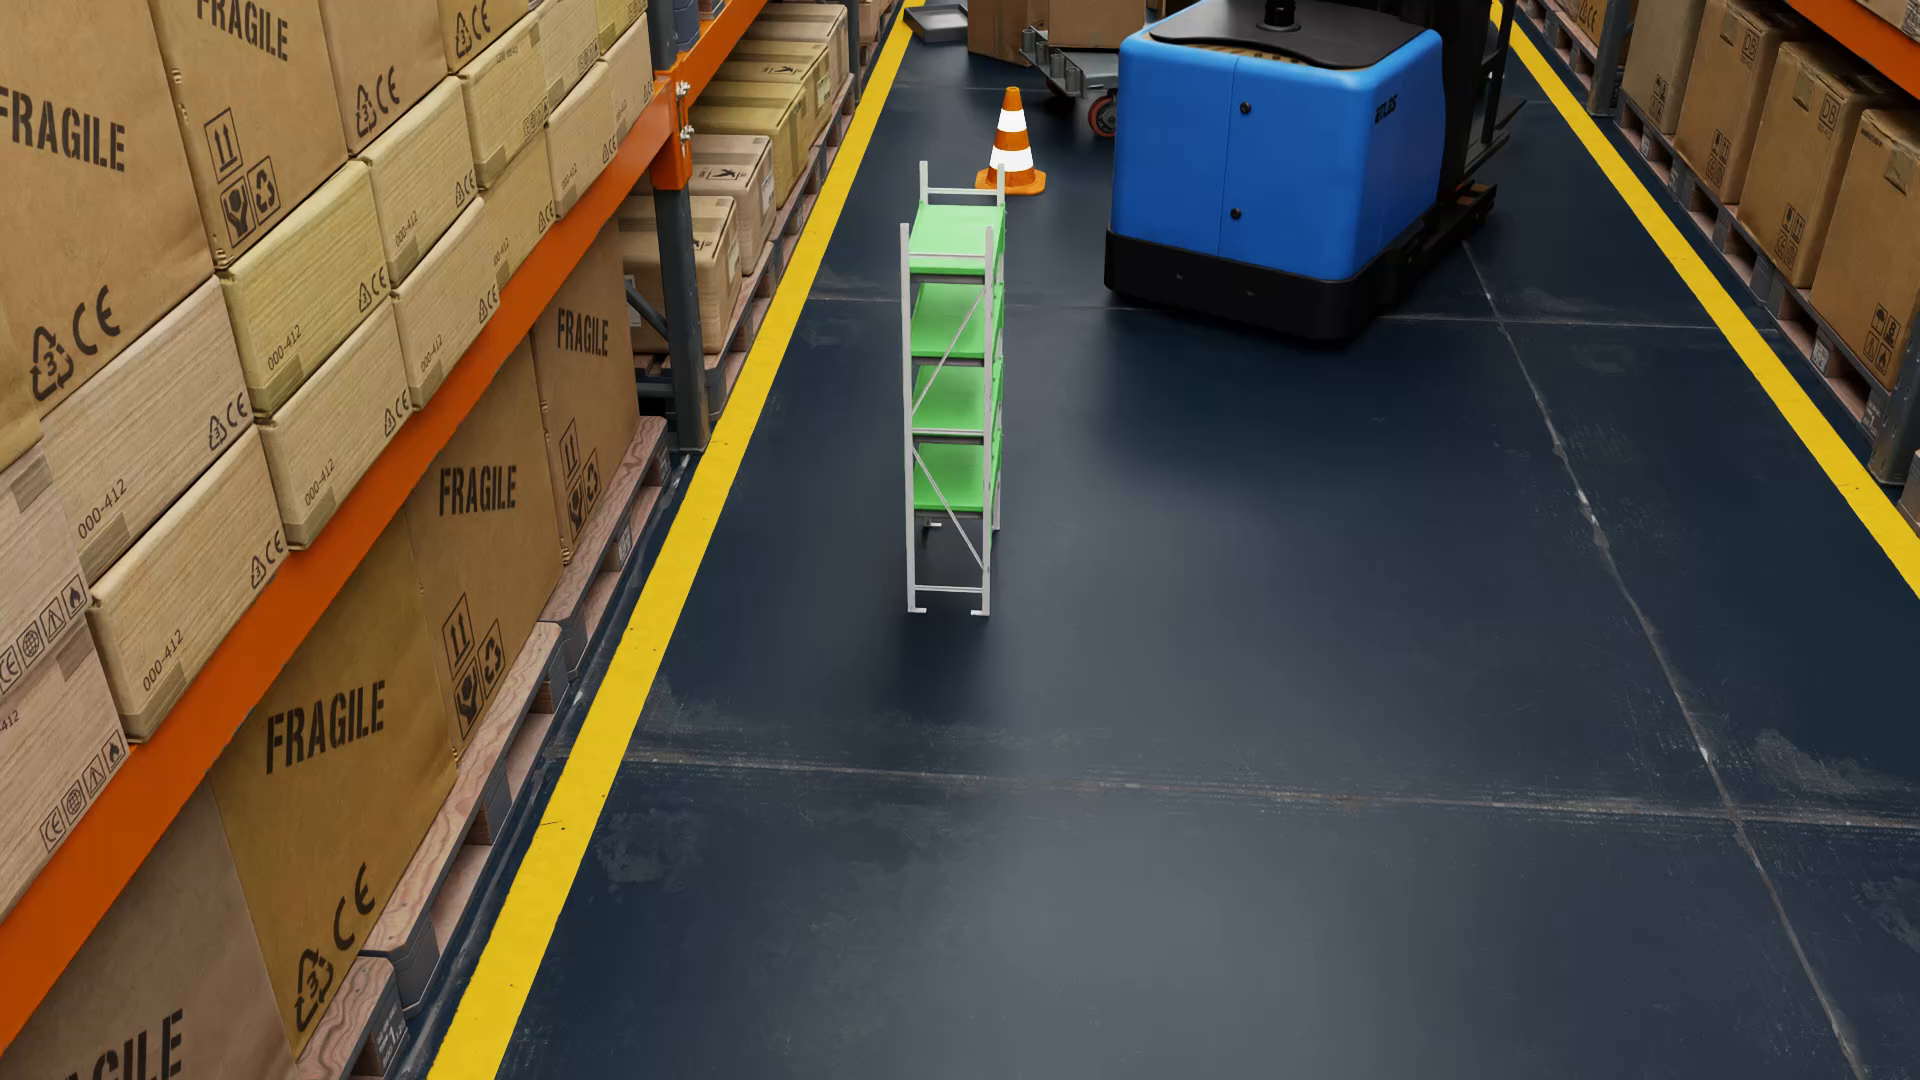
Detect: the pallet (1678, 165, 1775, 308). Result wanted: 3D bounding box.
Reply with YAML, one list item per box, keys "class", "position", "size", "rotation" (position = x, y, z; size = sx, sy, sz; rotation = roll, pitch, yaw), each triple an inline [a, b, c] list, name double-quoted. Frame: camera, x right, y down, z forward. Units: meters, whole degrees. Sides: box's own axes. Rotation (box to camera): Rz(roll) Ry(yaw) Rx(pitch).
- class: "pallet"
  position: [3.808, -1.323, 7.196]
  size: [1.003, 0.211, 1.213]
  rotation: [2, 32, 4]

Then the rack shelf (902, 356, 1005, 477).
- class: "rack shelf"
  position: [-0.013, -0.370, 4.828]
  size: [0.258, 0.148, 0.480]
  rotation: [2, 32, 4]

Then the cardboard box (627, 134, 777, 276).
- class: "cardboard box"
  position: [-1.267, -1.365, 6.711]
  size: [0.950, 0.372, 0.625]
  rotation: [2, 32, 3]

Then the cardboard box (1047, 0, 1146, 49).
- class: "cardboard box"
  position: [0.727, -2.913, 8.779]
  size: [0.500, 0.500, 0.500]
  rotation: [2, 32, 4]

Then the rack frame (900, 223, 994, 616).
- class: "rack frame"
  position: [-0.033, -0.297, 4.588]
  size: [0.240, 1.200, 0.015]
  rotation: [2, 32, 4]

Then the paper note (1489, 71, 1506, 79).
- class: "paper note"
  position: [3.045, -2.683, 9.575]
  size: [0.147, 0.020, 0.142]
  rotation: [-20, 37, -29]

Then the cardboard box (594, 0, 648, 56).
- class: "cardboard box"
  position: [-1.161, -1.509, 4.506]
  size: [0.500, 0.250, 0.500]
  rotation: [2, 32, 4]

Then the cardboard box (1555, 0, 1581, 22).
- class: "cardboard box"
  position: [4.083, -3.629, 9.904]
  size: [0.875, 0.875, 0.875]
  rotation: [3, 32, 4]

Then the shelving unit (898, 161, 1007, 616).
- class: "shelving unit"
  position: [-0.013, -0.424, 4.795]
  size: [0.258, 1.200, 0.503]
  rotation: [2, 32, 4]

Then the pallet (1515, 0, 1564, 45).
- class: "pallet"
  position: [4.129, -3.404, 10.572]
  size: [1.003, 0.211, 1.213]
  rotation: [2, 32, 4]

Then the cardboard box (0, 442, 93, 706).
- class: "cardboard box"
  position: [-1.384, 0.101, 1.894]
  size: [0.500, 0.250, 0.500]
  rotation: [2, 32, 3]

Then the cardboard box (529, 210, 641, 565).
- class: "cardboard box"
  position: [-1.514, -0.541, 4.893]
  size: [0.875, 0.875, 0.875]
  rotation: [2, 32, 4]

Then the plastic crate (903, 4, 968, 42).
- class: "plastic crate"
  position: [-0.104, -3.258, 10.461]
  size: [0.402, 0.080, 0.583]
  rotation: [-8, 33, -13]

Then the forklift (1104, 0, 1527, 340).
- class: "forklift"
  position: [1.801, -2.745, 6.911]
  size: [1.130, 2.935, 3.031]
  rotation: [18, 36, 27]

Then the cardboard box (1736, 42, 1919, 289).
- class: "cardboard box"
  position: [3.774, -1.458, 6.501]
  size: [1.050, 0.750, 0.750]
  rotation: [3, 32, 5]

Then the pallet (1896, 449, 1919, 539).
- class: "pallet"
  position: [3.502, 0.130, 4.837]
  size: [1.003, 0.211, 1.213]
  rotation: [2, 32, 4]

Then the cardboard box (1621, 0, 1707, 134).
- class: "cardboard box"
  position: [3.932, -2.450, 8.110]
  size: [1.050, 0.750, 0.750]
  rotation: [2, 32, 4]

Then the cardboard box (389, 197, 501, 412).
- class: "cardboard box"
  position: [-1.254, -0.486, 3.323]
  size: [0.500, 0.250, 0.500]
  rotation: [2, 32, 3]

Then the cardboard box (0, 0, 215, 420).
- class: "cardboard box"
  position: [-1.365, -0.486, 2.130]
  size: [0.500, 0.500, 0.500]
  rotation: [2, 32, 4]

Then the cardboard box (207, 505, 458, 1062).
- class: "cardboard box"
  position: [-1.664, 0.393, 3.378]
  size: [0.875, 0.875, 0.875]
  rotation: [3, 32, 5]

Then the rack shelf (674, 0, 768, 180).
- class: "rack shelf"
  position: [-1.212, -2.363, 6.912]
  size: [1.077, 0.370, 4.000]
  rotation: [2, 32, 4]

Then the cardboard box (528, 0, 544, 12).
- class: "cardboard box"
  position: [-1.190, -1.542, 3.845]
  size: [0.500, 0.500, 0.500]
  rotation: [3, 32, 5]

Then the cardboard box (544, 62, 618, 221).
- class: "cardboard box"
  position: [-1.183, -1.017, 4.184]
  size: [0.500, 0.250, 0.500]
  rotation: [3, 32, 5]

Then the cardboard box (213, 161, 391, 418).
- class: "cardboard box"
  position: [-1.302, -0.436, 2.765]
  size: [0.500, 0.250, 0.500]
  rotation: [3, 32, 5]

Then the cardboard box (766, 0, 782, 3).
- class: "cardboard box"
  position: [-1.269, -3.044, 9.551]
  size: [0.500, 0.250, 0.500]
  rotation: [4, 32, 6]

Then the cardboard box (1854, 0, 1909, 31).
- class: "cardboard box"
  position: [3.378, -2.016, 5.566]
  size: [0.500, 0.500, 0.500]
  rotation: [2, 32, 4]

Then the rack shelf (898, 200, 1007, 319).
- class: "rack shelf"
  position: [-0.013, -0.778, 4.576]
  size: [0.258, 0.148, 0.480]
  rotation: [2, 32, 4]

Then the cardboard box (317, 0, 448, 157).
- class: "cardboard box"
  position: [-1.285, -1.018, 2.995]
  size: [0.500, 0.500, 0.500]
  rotation: [2, 32, 3]

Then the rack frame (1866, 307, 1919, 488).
- class: "rack frame"
  position: [3.567, -1.465, 4.769]
  size: [1.000, 3.000, 0.127]
  rotation: [2, 32, 4]

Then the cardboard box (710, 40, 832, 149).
- class: "cardboard box"
  position: [-1.145, -2.125, 7.944]
  size: [0.950, 0.372, 0.625]
  rotation: [4, 32, 7]

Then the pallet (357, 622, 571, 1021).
- class: "pallet"
  position: [-1.616, 0.608, 4.061]
  size: [1.003, 0.211, 1.213]
  rotation: [2, 32, 4]

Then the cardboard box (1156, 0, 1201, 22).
- class: "cardboard box"
  position: [1.589, -3.286, 9.973]
  size: [0.797, 0.637, 0.503]
  rotation: [2, 32, 4]

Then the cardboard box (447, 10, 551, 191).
- class: "cardboard box"
  position: [-1.221, -0.972, 3.634]
  size: [0.500, 0.250, 0.500]
  rotation: [2, 32, 3]

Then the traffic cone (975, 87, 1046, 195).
- class: "traffic cone"
  position: [0.245, -1.927, 7.936]
  size: [0.336, 0.463, 0.334]
  rotation: [2, 32, 4]

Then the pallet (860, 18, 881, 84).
- class: "pallet"
  position: [-1.030, -2.881, 9.724]
  size: [1.003, 0.211, 1.213]
  rotation: [2, 32, 4]

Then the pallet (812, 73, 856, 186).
- class: "pallet"
  position: [-1.111, -2.121, 8.491]
  size: [1.003, 0.211, 1.213]
  rotation: [2, 32, 4]

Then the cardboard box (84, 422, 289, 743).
- class: "cardboard box"
  position: [-1.361, 0.042, 2.466]
  size: [0.500, 0.250, 0.500]
  rotation: [2, 32, 3]

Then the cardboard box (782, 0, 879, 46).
- class: "cardboard box"
  position: [-0.732, -3.021, 9.513]
  size: [0.500, 0.250, 0.500]
  rotation: [1, 32, 2]

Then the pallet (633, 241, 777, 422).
- class: "pallet"
  position: [-1.310, -0.845, 6.420]
  size: [1.003, 0.211, 1.213]
  rotation: [2, 32, 4]

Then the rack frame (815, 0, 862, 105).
- class: "rack frame"
  position: [-1.049, -3.715, 8.420]
  size: [1.000, 3.000, 0.127]
  rotation: [2, 32, 4]
